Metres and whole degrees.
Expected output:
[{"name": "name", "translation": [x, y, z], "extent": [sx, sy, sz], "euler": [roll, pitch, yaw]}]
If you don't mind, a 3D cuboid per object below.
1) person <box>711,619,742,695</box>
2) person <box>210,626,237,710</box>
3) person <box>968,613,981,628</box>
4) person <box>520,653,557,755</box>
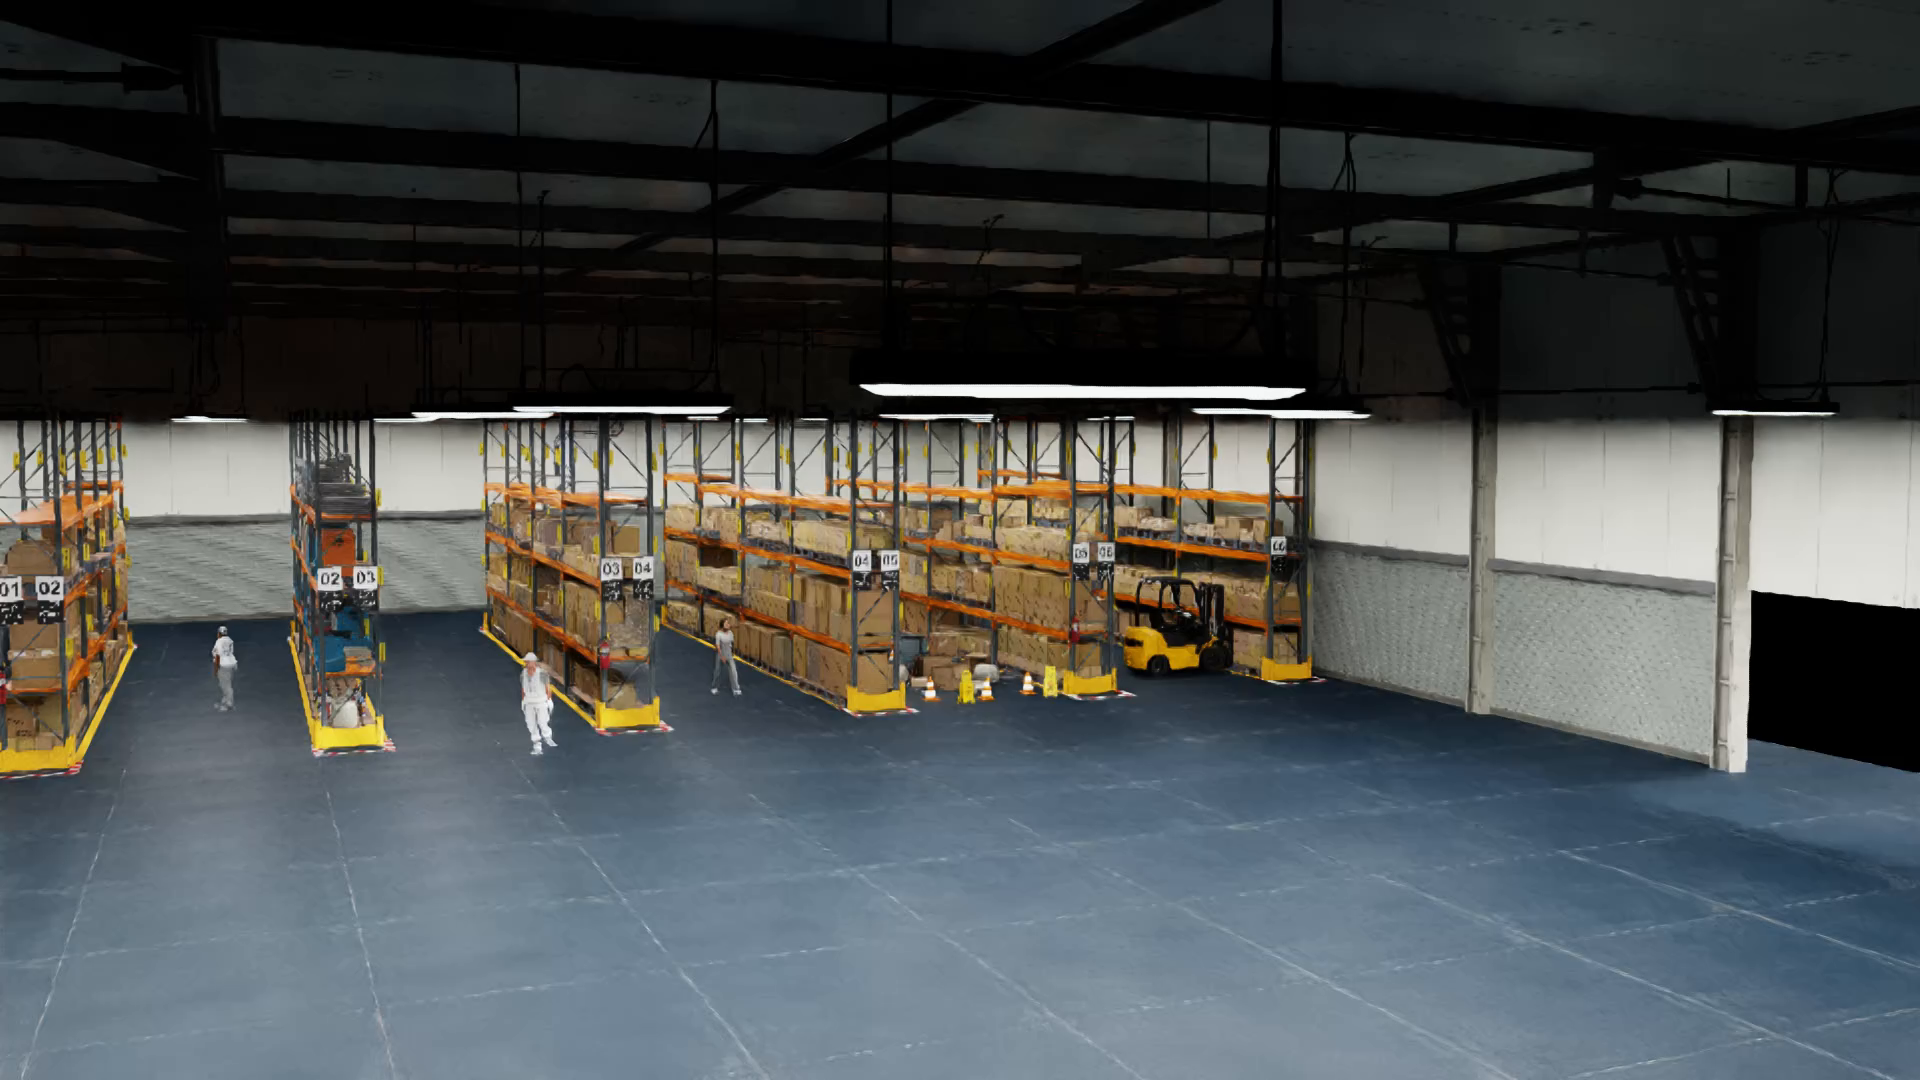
[{"name": "person", "translation": [-4.961, 2.451, 35.049], "extent": [0.444, 1.604, 1.016], "euler": [-2, 5, -32]}, {"name": "person", "translation": [-14.767, 2.549, 33.314], "extent": [0.556, 1.659, 0.597], "euler": [0, 4, 5]}, {"name": "person", "translation": [0.437, 1.742, 44.911], "extent": [0.593, 1.654, 0.457], "euler": [3, 5, 35]}, {"name": "person", "translation": [-7.320, 2.819, 28.824], "extent": [0.589, 1.779, 0.572], "euler": [1, 4, 12]}]
